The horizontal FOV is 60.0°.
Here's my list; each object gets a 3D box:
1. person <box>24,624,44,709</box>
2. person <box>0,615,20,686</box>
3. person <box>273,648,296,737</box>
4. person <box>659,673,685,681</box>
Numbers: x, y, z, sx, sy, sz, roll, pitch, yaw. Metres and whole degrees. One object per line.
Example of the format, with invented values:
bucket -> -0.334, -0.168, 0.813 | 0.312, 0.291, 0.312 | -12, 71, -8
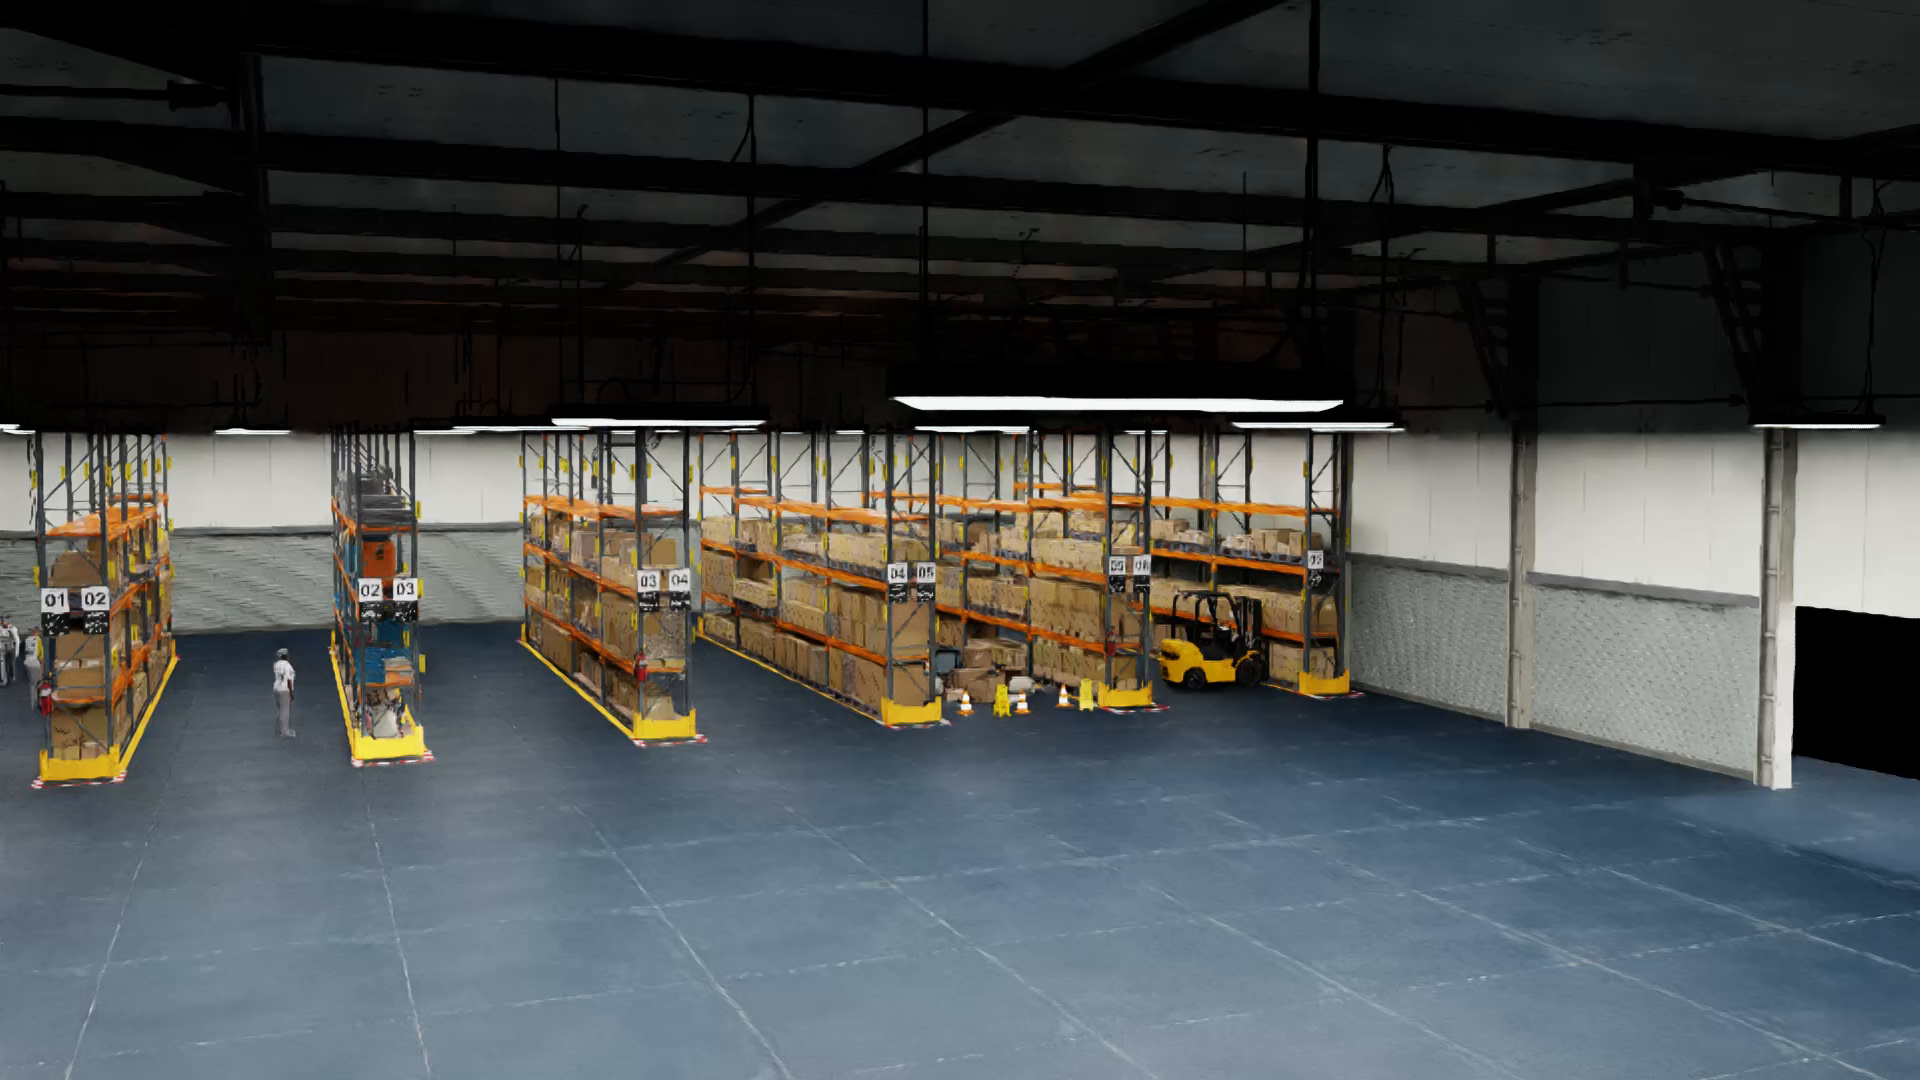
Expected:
person -> -19.364, 2.651, 34.923 | 0.595, 1.762, 0.475 | 3, 4, 36
person -> -21.903, 2.510, 38.274 | 0.497, 1.625, 0.998 | -2, 4, -23
person -> -12.852, 2.894, 31.689 | 0.502, 1.677, 0.422 | 3, 4, 37
person -> -6.745, 2.423, 38.838 | 0.554, 1.724, 1.029 | -2, 4, -30
